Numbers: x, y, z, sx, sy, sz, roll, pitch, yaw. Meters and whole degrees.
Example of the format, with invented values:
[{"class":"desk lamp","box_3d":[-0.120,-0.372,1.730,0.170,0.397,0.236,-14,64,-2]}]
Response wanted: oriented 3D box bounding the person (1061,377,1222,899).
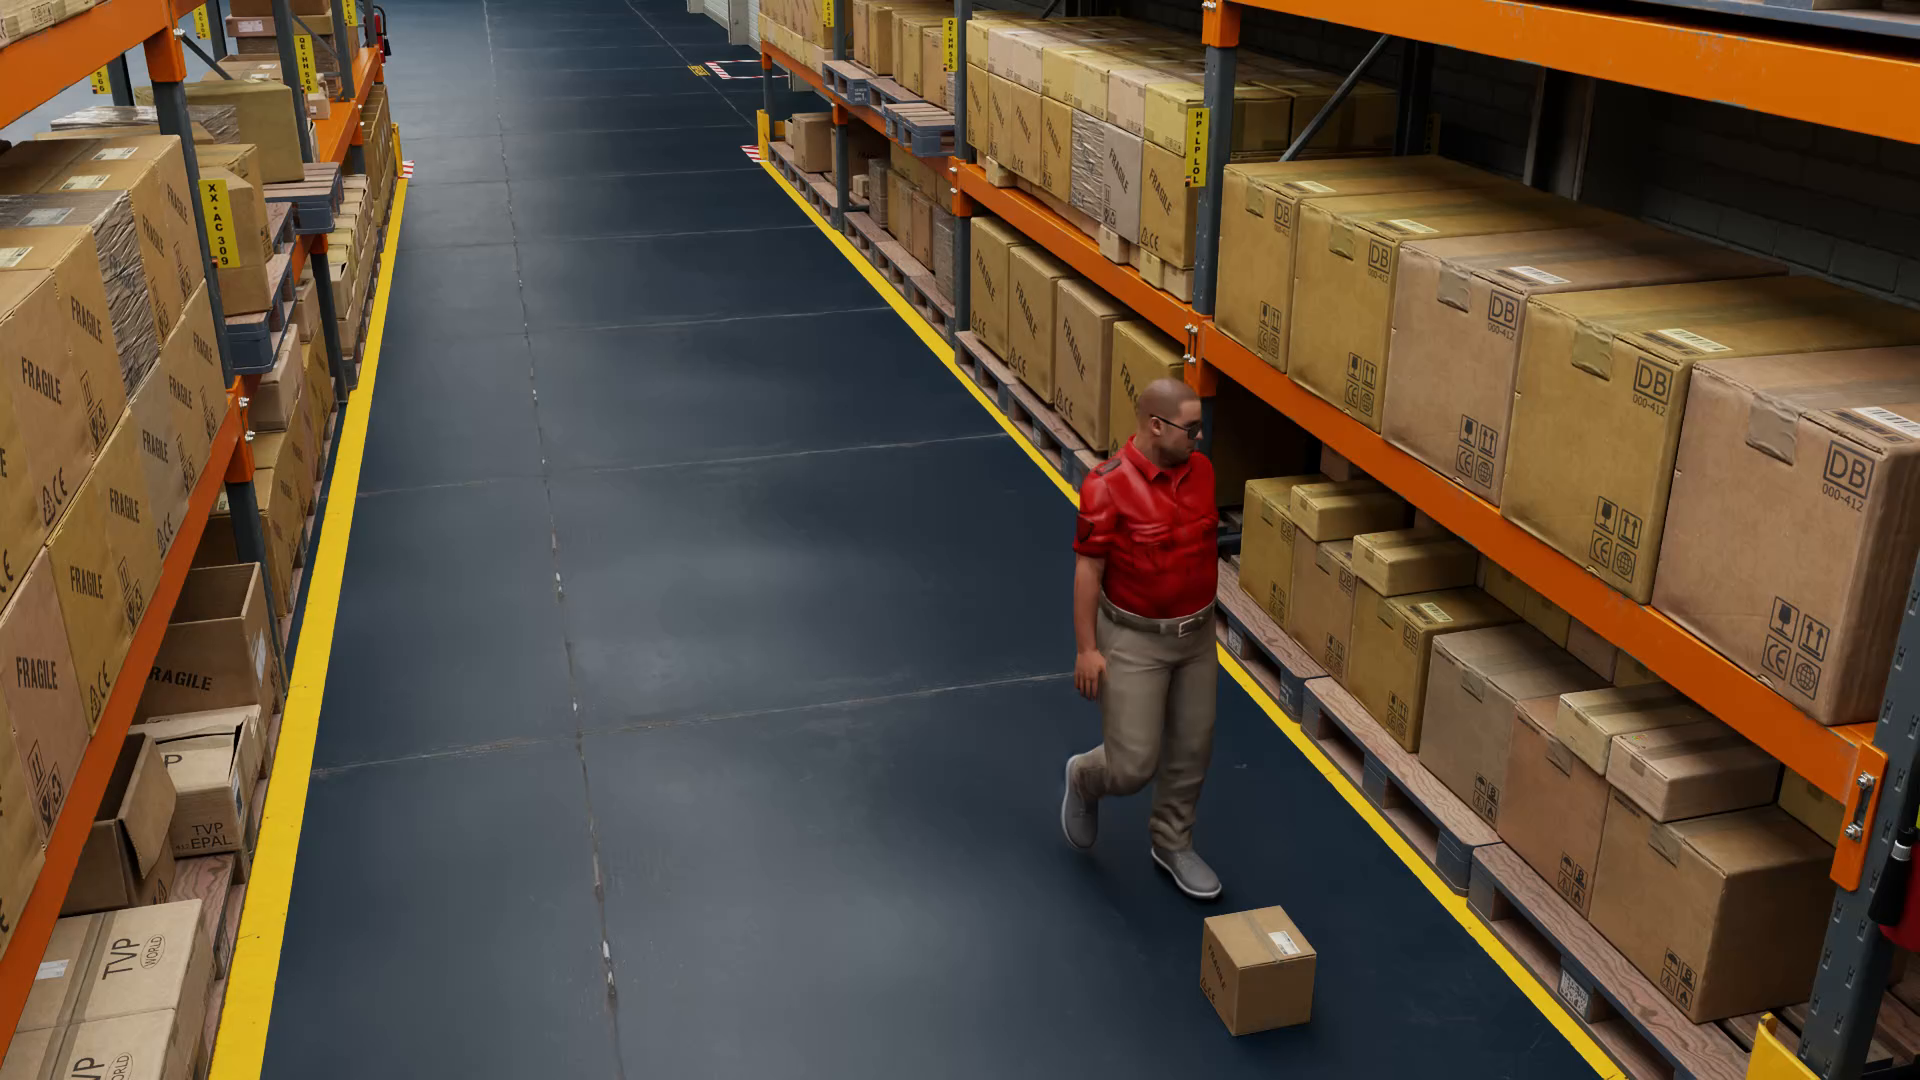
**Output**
[{"class":"person","box_3d":[0.614,0.317,5.325,0.556,1.724,0.588,-14,26,-30]}]
